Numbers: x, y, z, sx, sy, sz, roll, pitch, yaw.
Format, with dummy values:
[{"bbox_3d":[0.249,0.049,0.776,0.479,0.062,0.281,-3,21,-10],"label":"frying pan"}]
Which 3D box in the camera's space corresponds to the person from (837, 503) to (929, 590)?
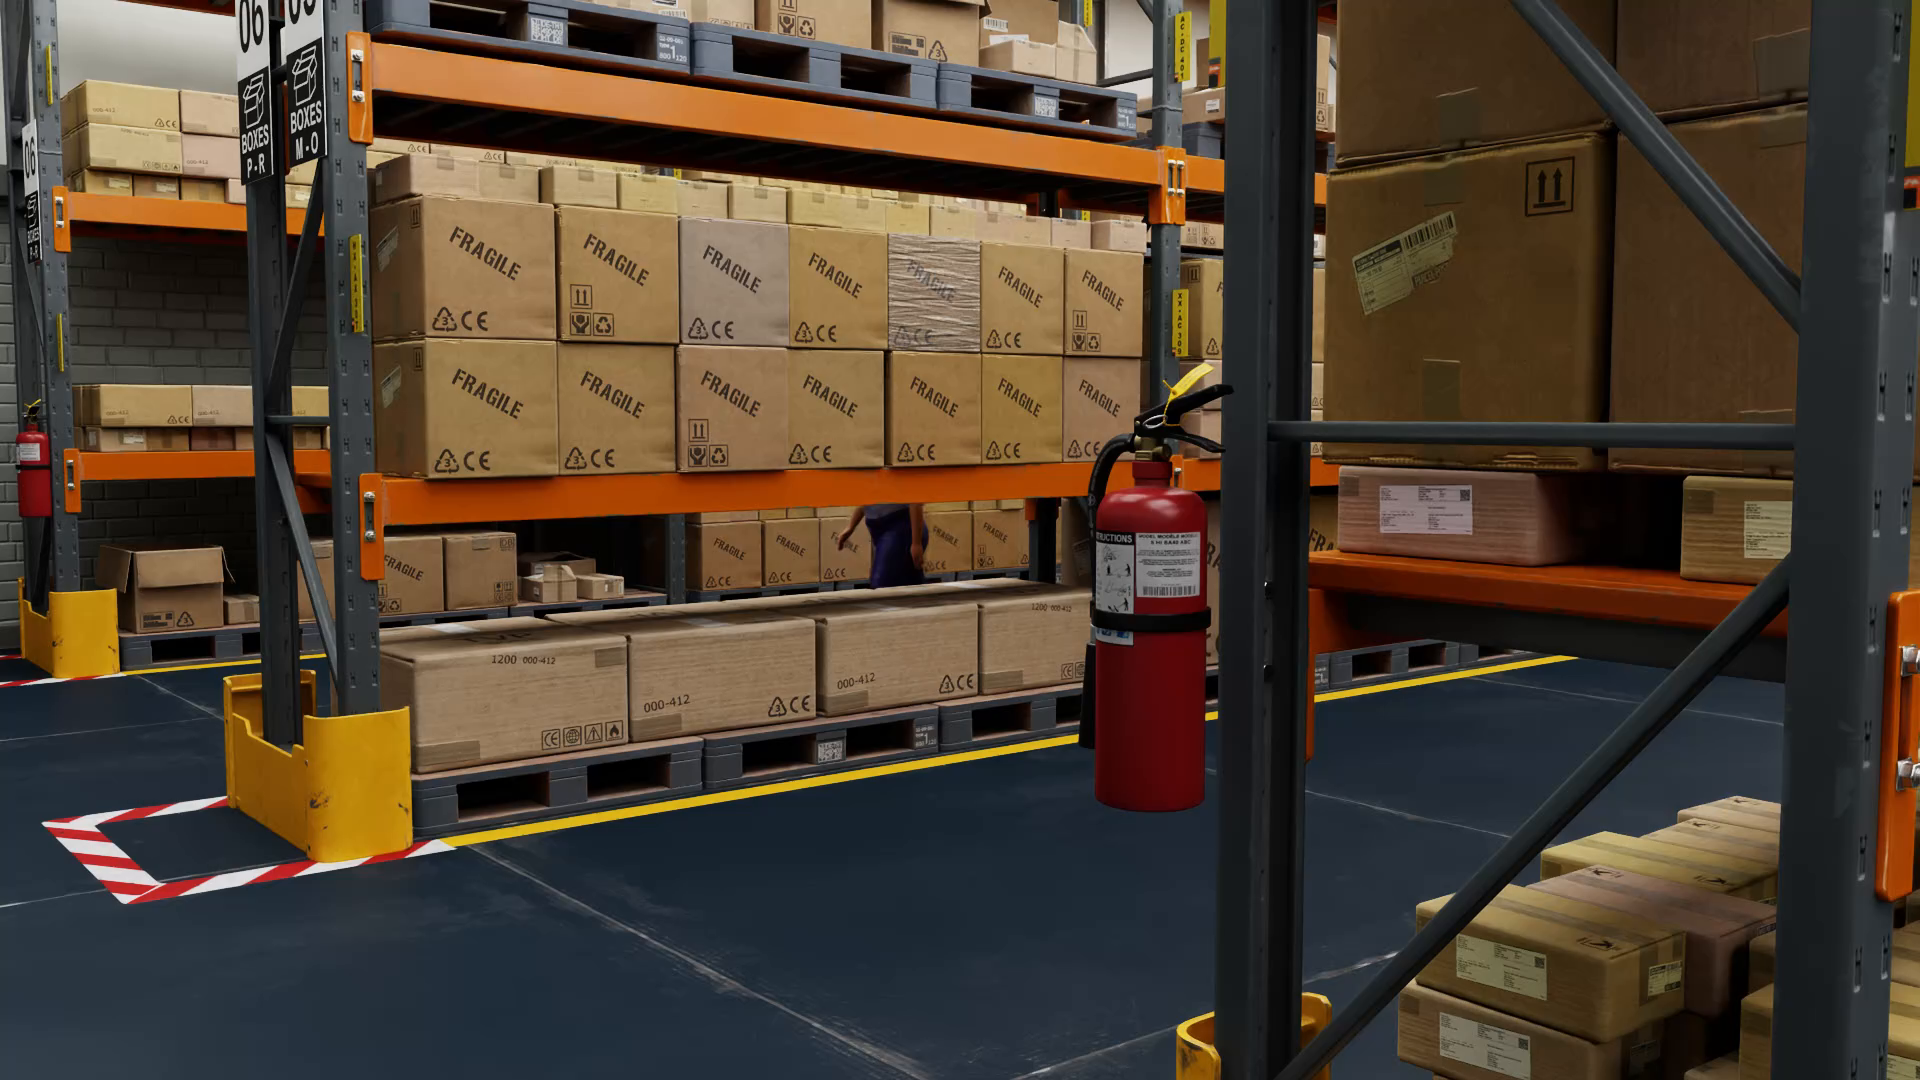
[{"bbox_3d":[-0.391,-0.026,9.836,0.953,1.594,0.717,-2,5,-23],"label":"person"}]
